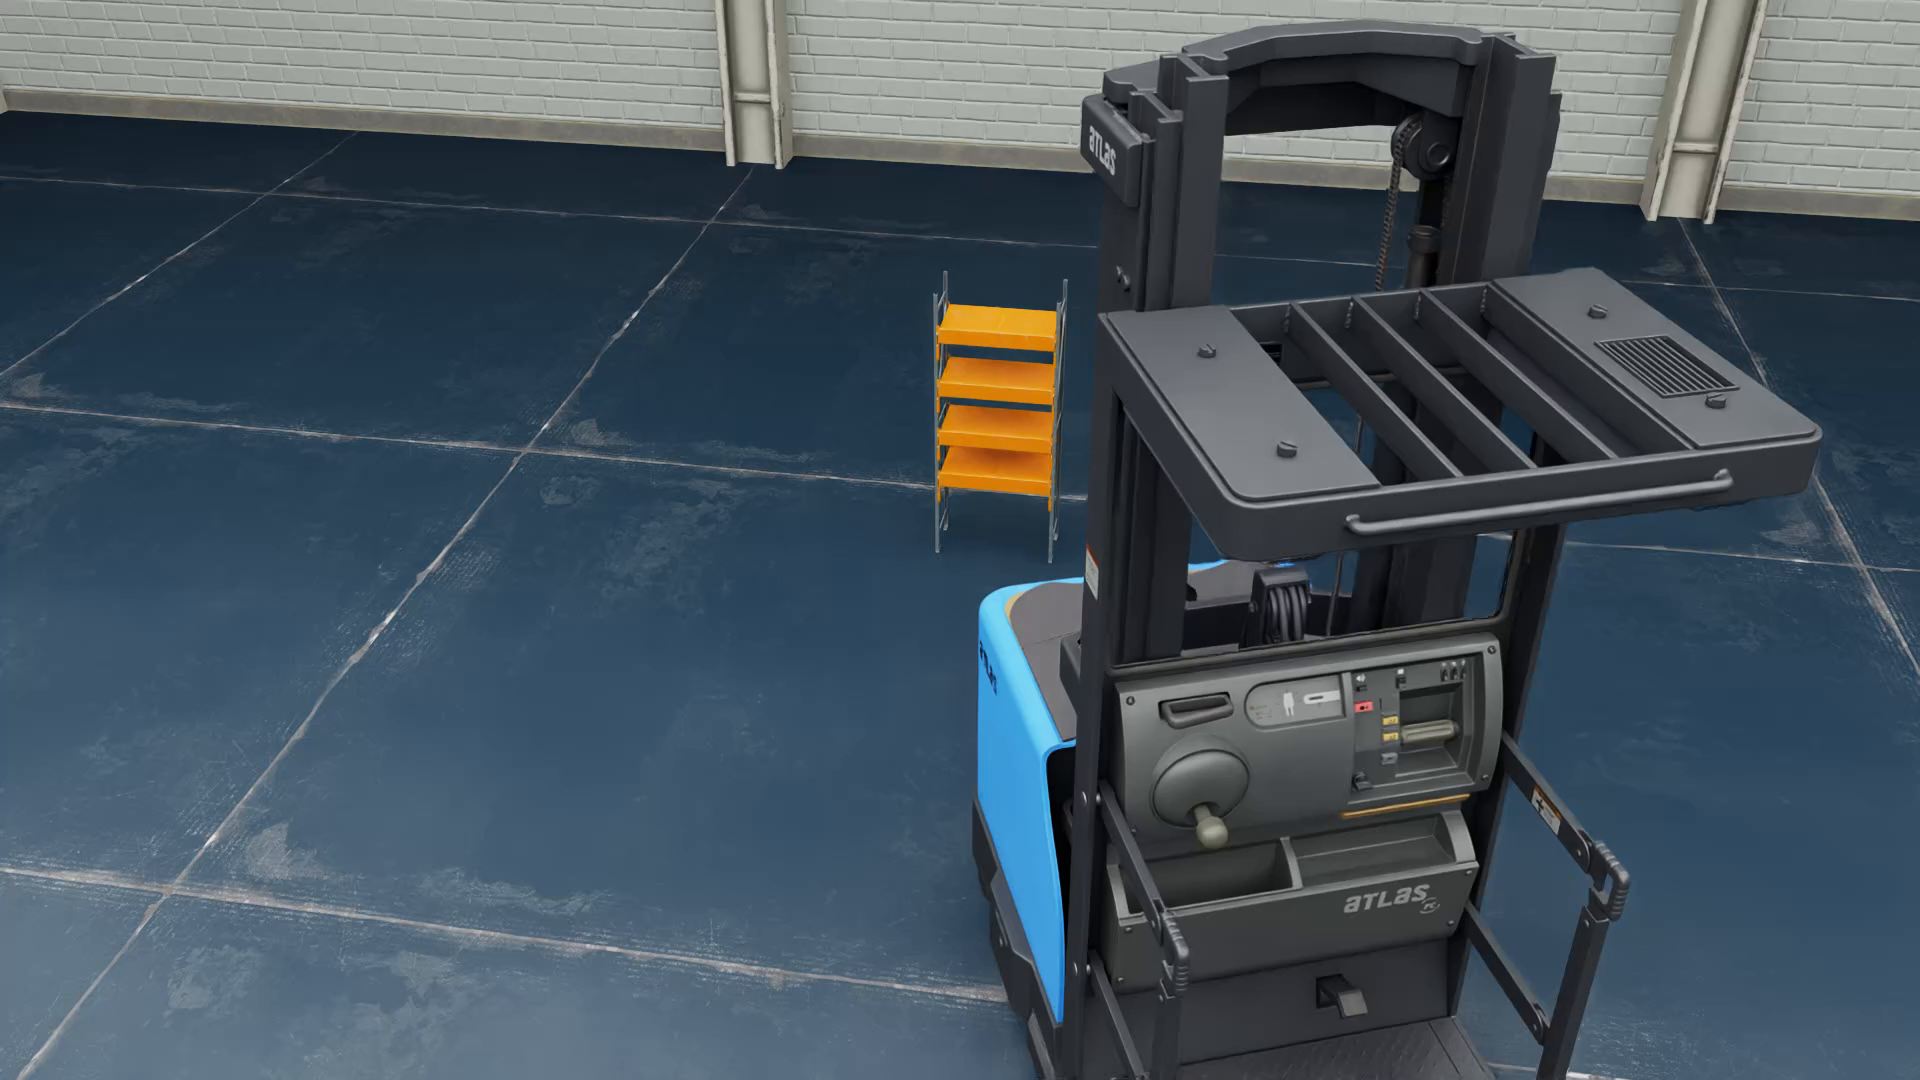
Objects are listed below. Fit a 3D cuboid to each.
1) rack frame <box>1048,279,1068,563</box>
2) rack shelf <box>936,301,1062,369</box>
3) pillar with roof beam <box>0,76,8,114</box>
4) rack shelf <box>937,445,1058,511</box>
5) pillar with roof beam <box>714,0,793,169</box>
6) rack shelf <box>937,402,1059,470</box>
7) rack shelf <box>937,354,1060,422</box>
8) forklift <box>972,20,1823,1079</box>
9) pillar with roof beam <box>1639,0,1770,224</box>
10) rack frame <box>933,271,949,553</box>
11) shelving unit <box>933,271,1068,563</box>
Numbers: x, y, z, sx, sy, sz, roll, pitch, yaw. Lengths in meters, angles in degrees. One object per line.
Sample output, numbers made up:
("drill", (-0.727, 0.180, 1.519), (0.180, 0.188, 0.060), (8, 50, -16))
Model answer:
("rack frame", (0.404, -0.472, 6.873), (0.015, 1.200, 0.240), (5, 32, 8))
("rack shelf", (0.163, -0.827, 6.700), (0.480, 0.148, 0.258), (5, 32, 8))
("pillar with roof beam", (-8.008, -4.710, 6.293), (0.400, 9.000, 9.100), (5, 32, 8))
("rack shelf", (0.163, -0.268, 7.049), (0.480, 0.148, 0.258), (5, 32, 8))
("pillar with roof beam", (-2.093, -4.174, 5.438), (0.400, 9.000, 9.100), (5, 32, 8))
("rack shelf", (0.163, -0.437, 6.944), (0.480, 0.148, 0.258), (5, 32, 8))
("rack shelf", (0.163, -0.626, 6.825), (0.480, 0.148, 0.258), (5, 32, 8))
("forklift", (0.865, 0.519, 3.659), (1.130, 2.935, 3.031), (-7, 33, -11))
("pillar with roof beam", (3.821, -3.639, 4.582), (0.400, 9.000, 9.100), (5, 32, 8))
("rack frame", (-0.077, -0.516, 6.943), (0.015, 1.200, 0.240), (5, 32, 8))
("shelving unit", (0.163, -0.494, 6.908), (0.503, 1.200, 0.258), (5, 32, 8))
